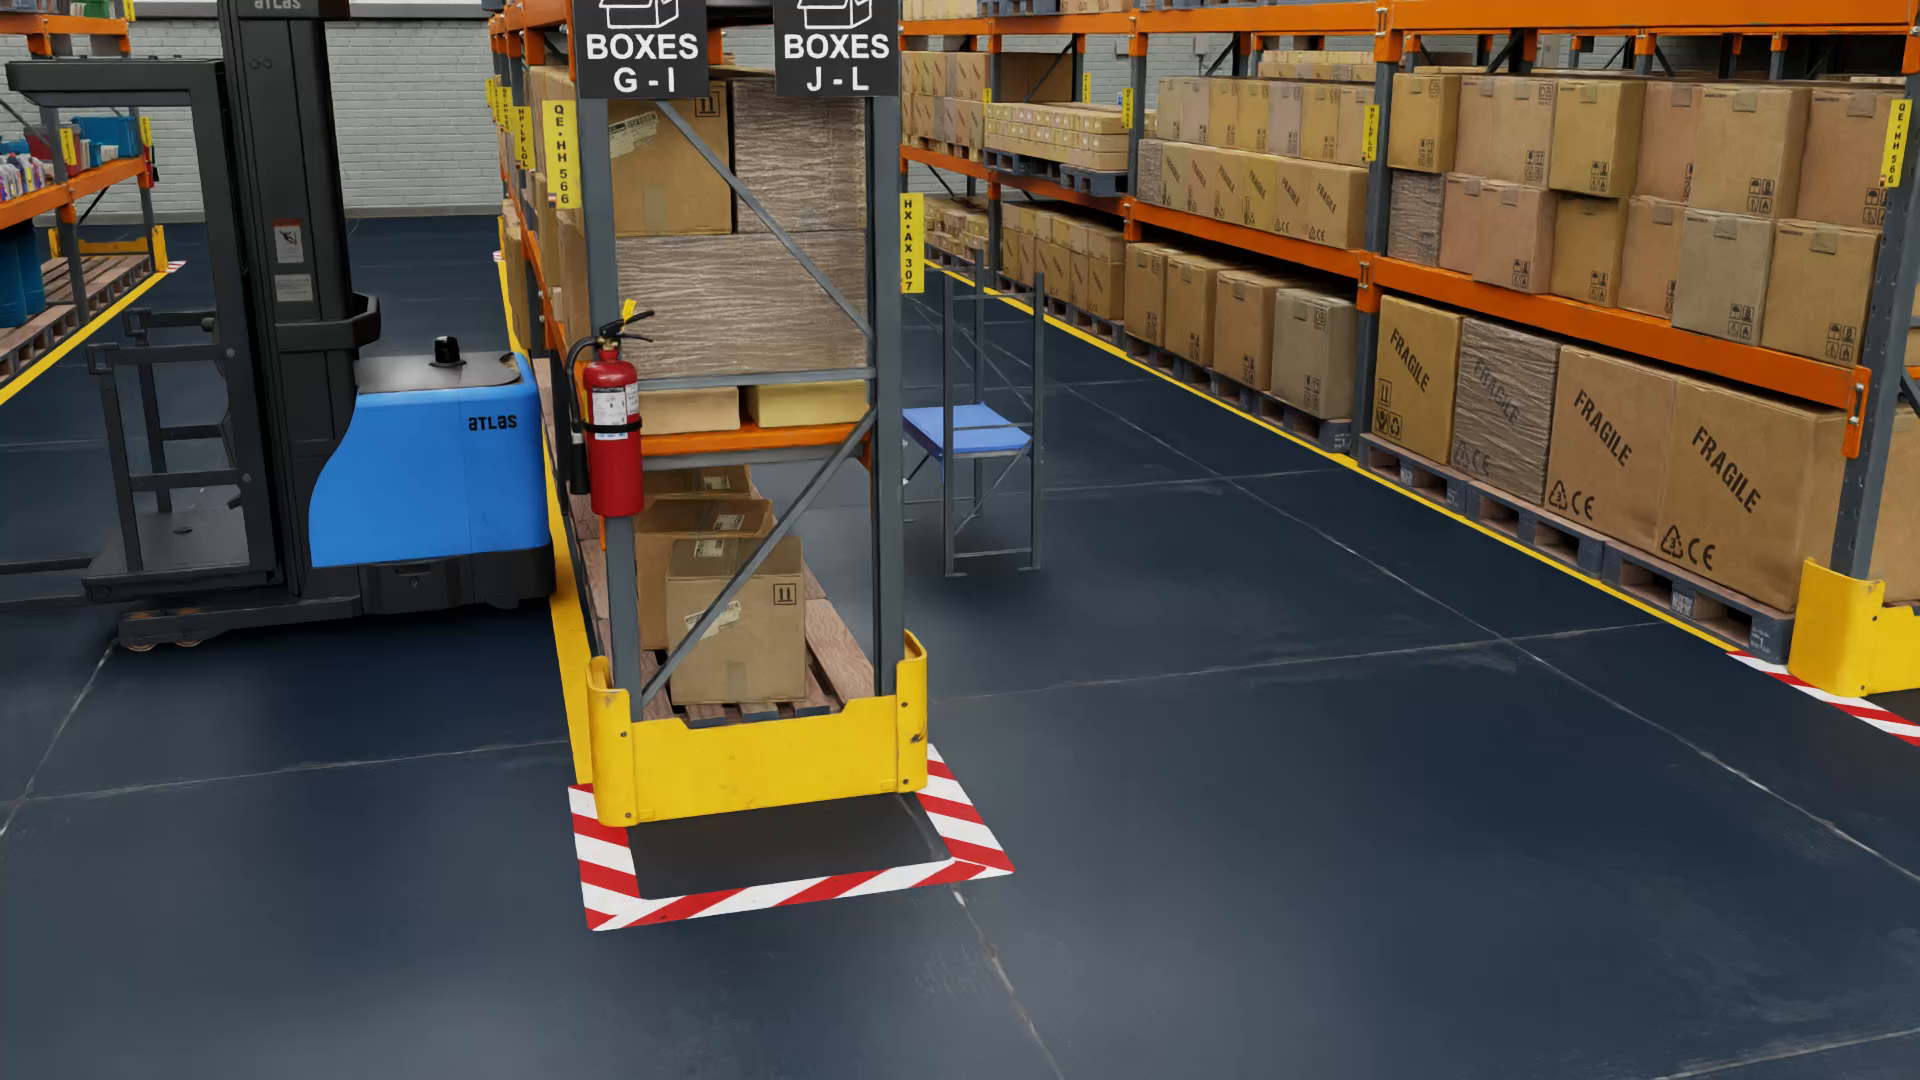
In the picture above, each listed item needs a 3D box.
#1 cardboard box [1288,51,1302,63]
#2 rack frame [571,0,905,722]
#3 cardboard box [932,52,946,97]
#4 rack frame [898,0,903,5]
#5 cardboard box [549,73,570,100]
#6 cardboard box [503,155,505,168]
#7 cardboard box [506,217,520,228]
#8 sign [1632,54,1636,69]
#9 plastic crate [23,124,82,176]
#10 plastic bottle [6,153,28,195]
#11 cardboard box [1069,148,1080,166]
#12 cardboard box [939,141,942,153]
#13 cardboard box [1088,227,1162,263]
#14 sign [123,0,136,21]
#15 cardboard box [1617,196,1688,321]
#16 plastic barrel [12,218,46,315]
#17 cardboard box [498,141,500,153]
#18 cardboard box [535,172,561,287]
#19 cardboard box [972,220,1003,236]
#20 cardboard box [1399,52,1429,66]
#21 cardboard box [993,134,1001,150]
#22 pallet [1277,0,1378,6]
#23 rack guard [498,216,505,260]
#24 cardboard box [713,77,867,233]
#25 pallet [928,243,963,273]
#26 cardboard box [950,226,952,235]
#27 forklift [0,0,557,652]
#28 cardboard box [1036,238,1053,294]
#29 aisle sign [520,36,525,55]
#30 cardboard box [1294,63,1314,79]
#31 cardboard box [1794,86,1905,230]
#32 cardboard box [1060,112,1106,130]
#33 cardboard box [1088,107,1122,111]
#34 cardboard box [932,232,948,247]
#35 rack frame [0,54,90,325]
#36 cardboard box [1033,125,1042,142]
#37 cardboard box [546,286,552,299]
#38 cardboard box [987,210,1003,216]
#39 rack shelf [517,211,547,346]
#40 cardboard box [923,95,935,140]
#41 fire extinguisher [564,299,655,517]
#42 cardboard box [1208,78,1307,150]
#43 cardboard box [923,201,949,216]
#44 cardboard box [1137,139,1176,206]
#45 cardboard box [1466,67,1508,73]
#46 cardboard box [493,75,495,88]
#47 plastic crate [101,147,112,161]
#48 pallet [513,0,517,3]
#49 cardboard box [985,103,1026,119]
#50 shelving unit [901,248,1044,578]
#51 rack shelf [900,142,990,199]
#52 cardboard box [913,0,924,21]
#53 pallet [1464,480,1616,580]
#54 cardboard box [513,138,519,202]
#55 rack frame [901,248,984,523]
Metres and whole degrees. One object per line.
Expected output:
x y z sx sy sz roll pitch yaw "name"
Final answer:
4.464 -6.230 21.439 0.380 0.149 0.250 -5 18 -17 "cardboard box"
-0.690 -0.523 5.479 1.000 3.000 0.127 -5 17 -15 "rack frame"
-0.013 -5.411 19.324 0.500 0.500 0.500 -5 18 -17 "cardboard box"
-0.291 -8.186 20.561 1.000 3.000 0.127 -5 17 -15 "rack frame"
-1.357 -1.601 6.639 0.500 0.500 0.500 -5 17 -15 "cardboard box"
-4.528 -3.922 17.233 0.380 0.149 0.250 -5 17 -16 "cardboard box"
-3.296 -2.359 14.554 1.225 0.875 0.875 -5 17 -15 "cardboard box"
9.752 -6.870 24.046 0.100 0.325 0.005 -5 17 -15 "sign"
-8.755 -3.777 16.096 0.402 0.464 0.583 -5 17 -15 "plastic crate"
-8.133 -3.147 14.302 0.144 0.351 0.185 -5 17 -15 "plastic bottle"
1.193 -3.421 14.833 0.380 0.149 0.250 -4 17 -14 "cardboard box"
-0.039 -4.649 19.653 0.380 0.149 0.250 -4 17 -13 "cardboard box"
1.468 -2.631 14.810 0.500 0.250 0.500 -5 17 -17 "cardboard box"
-9.325 -5.991 18.652 0.100 0.325 0.005 -5 17 -15 "sign"
3.755 -1.373 8.049 0.875 0.550 0.550 -5 17 -15 "cardboard box"
-8.617 -2.495 14.961 0.600 0.901 0.708 -5 17 -15 "plastic barrel"
-5.235 -4.633 19.599 0.380 0.149 0.250 -5 17 -16 "cardboard box"
-1.622 -1.549 8.204 0.875 0.500 0.500 -5 17 -15 "cardboard box"
0.352 -3.472 18.489 0.380 0.149 0.250 -4 17 -15 "cardboard box"
5.149 -5.523 19.085 0.380 0.149 0.250 -5 17 -16 "cardboard box"
0.556 -4.066 16.979 0.380 0.149 0.250 -4 17 -14 "cardboard box"
2.708 -3.588 10.802 0.805 0.209 1.217 -5 18 -17 "pallet"
-5.094 -3.758 20.594 1.175 0.500 0.348 -5 17 -15 "rack guard"
-0.580 -1.366 5.856 0.500 0.500 0.500 -5 17 -15 "cardboard box"
0.251 -3.392 19.877 1.003 0.211 1.213 -5 17 -15 "pallet"
0.089 -3.692 19.738 0.380 0.149 0.250 -4 17 -13 "cardboard box"
-3.492 -1.083 7.461 3.031 2.935 1.130 -5 18 -17 "forklift"
1.060 -2.695 16.324 0.500 0.500 0.500 -4 17 -14 "cardboard box"
-5.396 -6.190 19.825 0.394 0.787 0.004 -5 17 -15 "aisle sign"
4.597 -5.819 21.199 0.500 0.500 0.500 -5 17 -16 "cardboard box"
4.042 -1.582 6.866 0.875 0.550 0.550 -5 17 -15 "cardboard box"
1.116 -3.781 14.997 0.380 0.149 0.250 -4 17 -14 "cardboard box"
1.464 -4.116 16.113 0.380 0.149 0.250 -6 18 -18 "cardboard box"
-0.118 -3.626 20.035 0.380 0.149 0.250 -6 18 -18 "cardboard box"
-8.751 -3.451 15.225 1.000 3.000 0.127 -5 17 -15 "rack frame"
0.906 -3.852 15.751 0.380 0.149 0.250 -5 17 -16 "cardboard box"
-1.964 -1.356 8.687 0.380 0.149 0.250 -5 17 -15 "cardboard box"
0.538 -3.802 19.585 0.380 0.149 0.250 -5 18 -18 "cardboard box"
-2.339 -1.838 11.107 1.077 0.370 4.000 -5 17 -15 "rack shelf"
-0.139 -5.075 19.941 0.500 0.500 0.500 -4 17 -15 "cardboard box"
-1.102 -0.418 5.263 0.296 0.674 0.183 -5 17 -15 "fire extinguisher"
2.305 -3.220 12.546 0.700 0.500 0.500 -5 17 -16 "cardboard box"
-0.336 -4.115 20.629 0.380 0.149 0.250 -5 17 -15 "cardboard box"
1.772 -3.002 13.559 0.500 0.500 0.500 -5 17 -15 "cardboard box"
5.687 -4.730 17.574 0.500 0.500 0.500 -5 17 -17 "cardboard box"
-5.078 -5.086 19.110 0.500 0.500 0.500 -5 17 -17 "cardboard box"
-9.386 -4.167 17.964 0.396 0.136 0.243 -5 17 -15 "plastic crate"
-2.145 -3.442 10.308 1.213 0.211 1.003 -5 17 -15 "pallet"
0.474 -4.427 17.147 0.380 0.149 0.250 -4 17 -12 "cardboard box"
0.023 -0.695 8.658 0.538 1.500 1.048 -5 17 -15 "shelving unit"
0.259 -4.415 19.686 1.077 0.370 4.000 -5 17 -15 "rack shelf"
-0.273 -6.387 20.048 0.500 0.250 0.500 -4 17 -13 "cardboard box"
3.480 -0.103 8.929 1.003 0.211 1.213 -5 17 -15 "pallet"
-3.394 -3.039 13.681 0.500 0.500 0.500 -5 17 -16 "cardboard box"
-0.116 -0.835 9.126 0.500 1.500 0.032 -5 17 -15 "rack frame"
